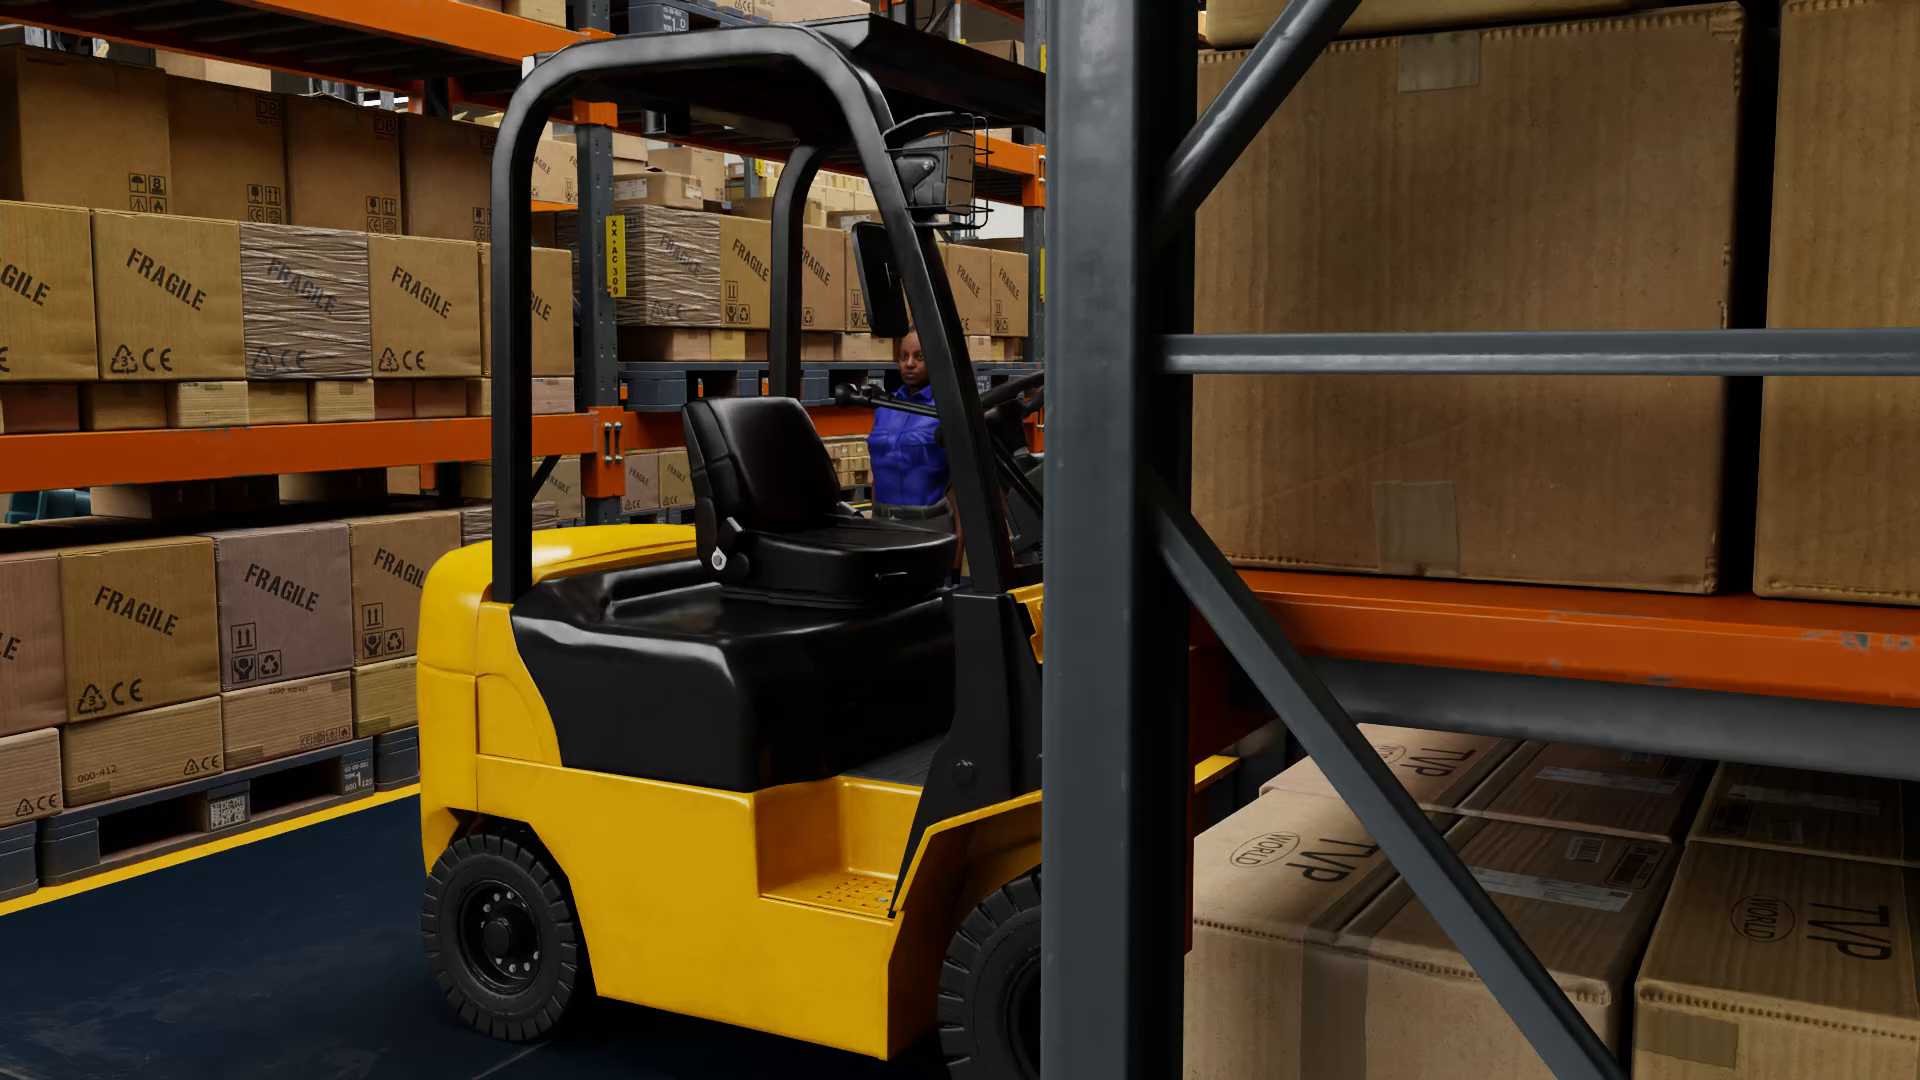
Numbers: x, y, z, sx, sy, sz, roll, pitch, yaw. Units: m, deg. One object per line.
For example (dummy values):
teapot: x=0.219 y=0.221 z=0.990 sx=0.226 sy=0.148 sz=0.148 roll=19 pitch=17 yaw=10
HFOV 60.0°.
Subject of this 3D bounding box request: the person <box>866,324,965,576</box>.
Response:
person: x=-0.154 y=0.046 z=6.219 sx=0.444 sy=1.678 sz=0.324 roll=3 pitch=7 yaw=30
